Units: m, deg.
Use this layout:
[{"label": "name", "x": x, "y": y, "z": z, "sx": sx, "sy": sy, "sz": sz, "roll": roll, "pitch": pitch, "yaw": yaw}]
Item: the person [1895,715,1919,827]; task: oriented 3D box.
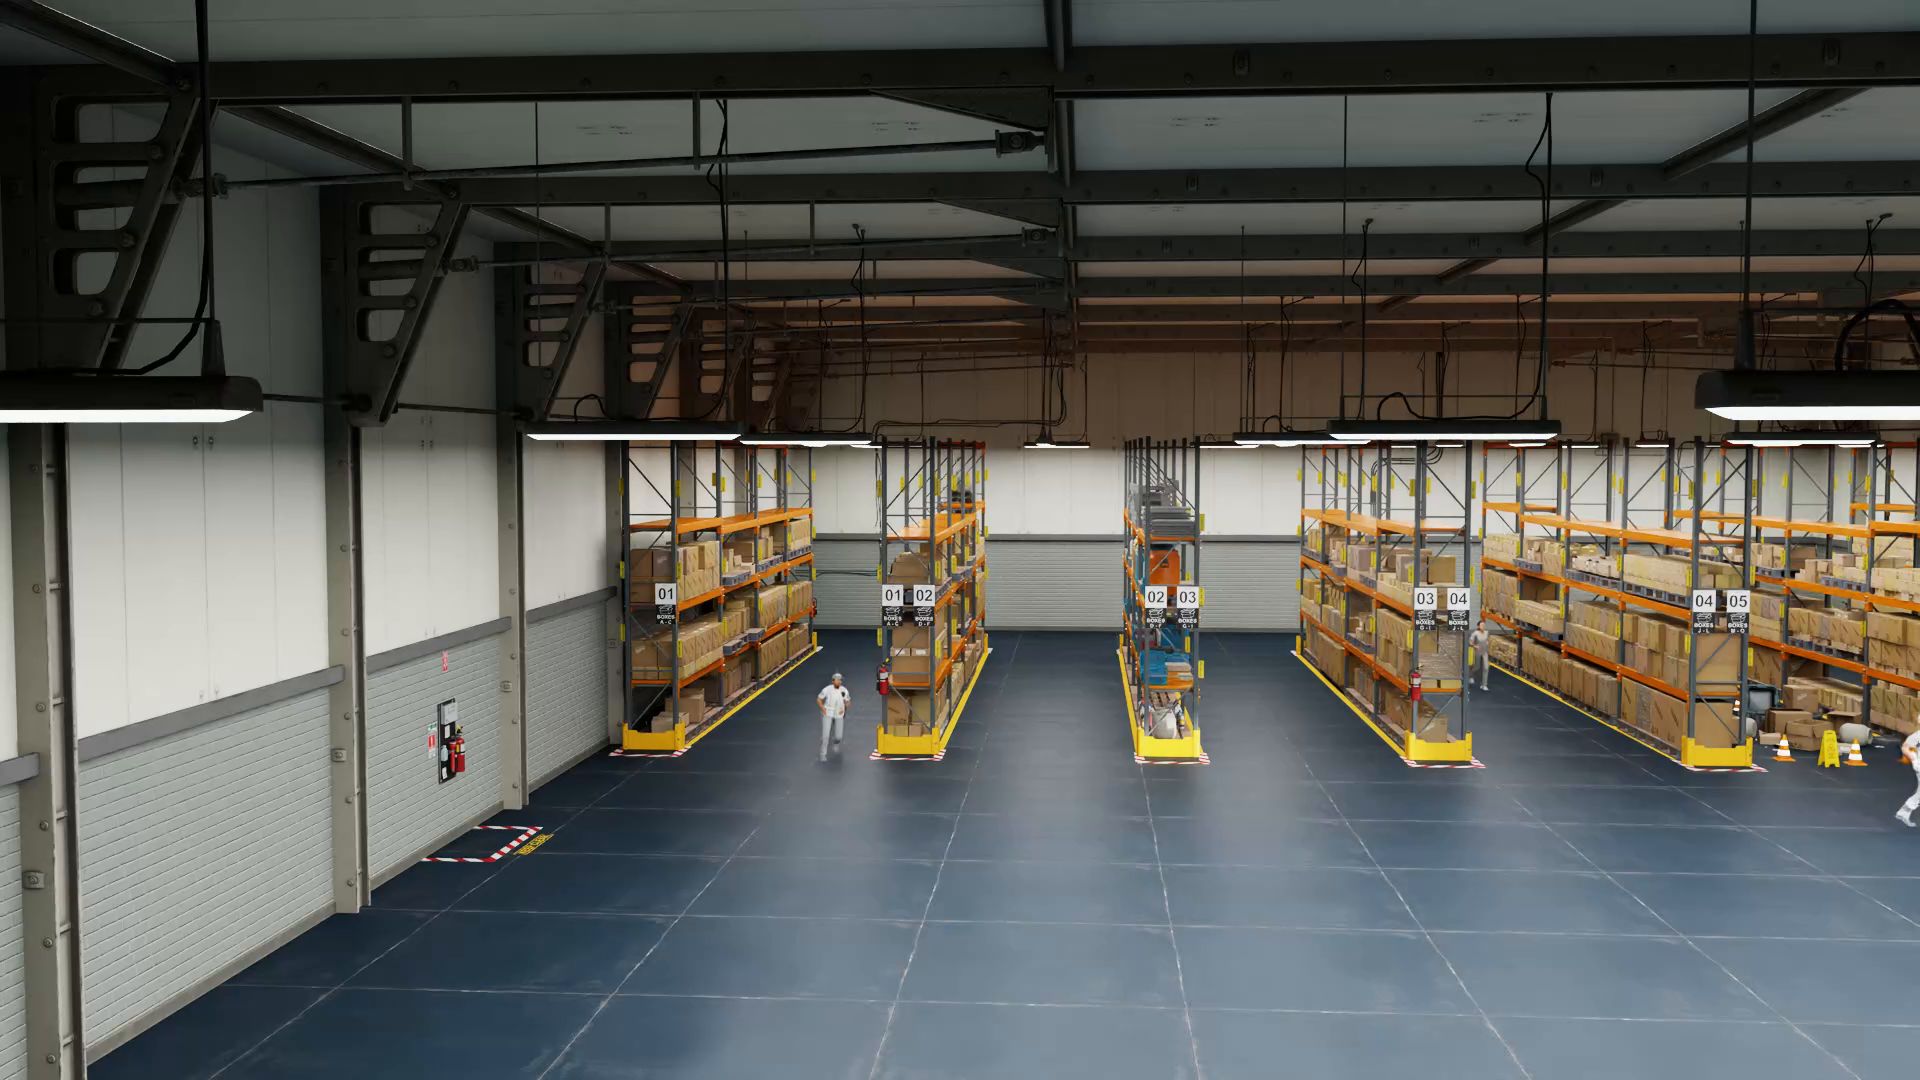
[{"label": "person", "x": 14.447, "y": 3.485, "z": 24.888, "sx": 0.640, "sy": 1.824, "sz": 0.814, "roll": -3, "pitch": 4, "yaw": -44}]

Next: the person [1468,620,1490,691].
[{"label": "person", "x": 12.509, "y": 2.758, "z": 40.046, "sx": 0.552, "sy": 1.639, "sz": 0.933, "roll": 0, "pitch": 3, "yaw": -4}]

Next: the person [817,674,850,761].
[{"label": "person", "x": -2.355, "y": 3.288, "z": 31.018, "sx": 0.622, "sy": 1.589, "sz": 0.600, "roll": -1, "pitch": 3, "yaw": -12}]
